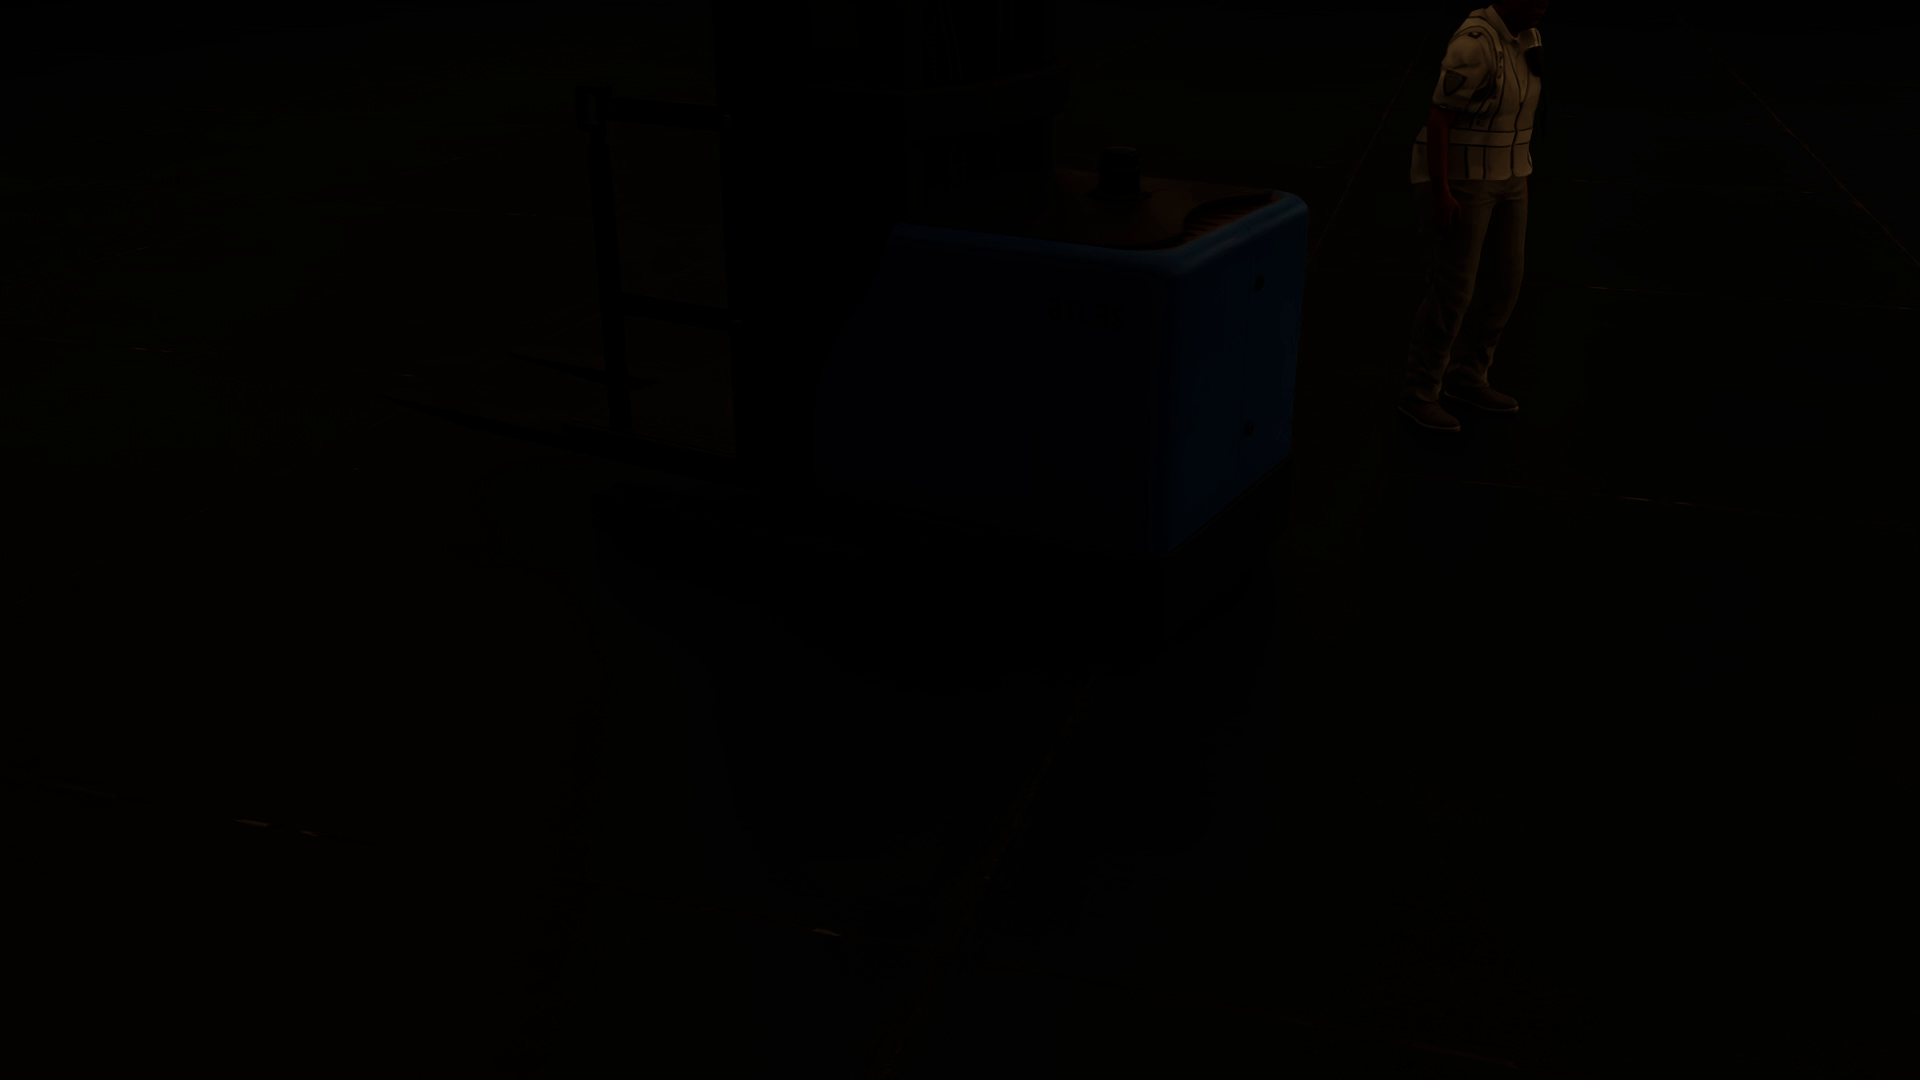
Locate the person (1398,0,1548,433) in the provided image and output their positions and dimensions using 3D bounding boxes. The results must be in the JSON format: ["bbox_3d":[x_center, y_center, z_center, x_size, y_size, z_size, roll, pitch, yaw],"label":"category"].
[{"bbox_3d":[1.857,-1.202,6.025,0.542,1.533,0.405,-16,27,-34],"label":"person"}]

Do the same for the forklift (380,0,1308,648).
[{"bbox_3d":[-0.538,-1.471,4.842,3.031,2.935,1.130,13,26,28],"label":"forklift"}]
